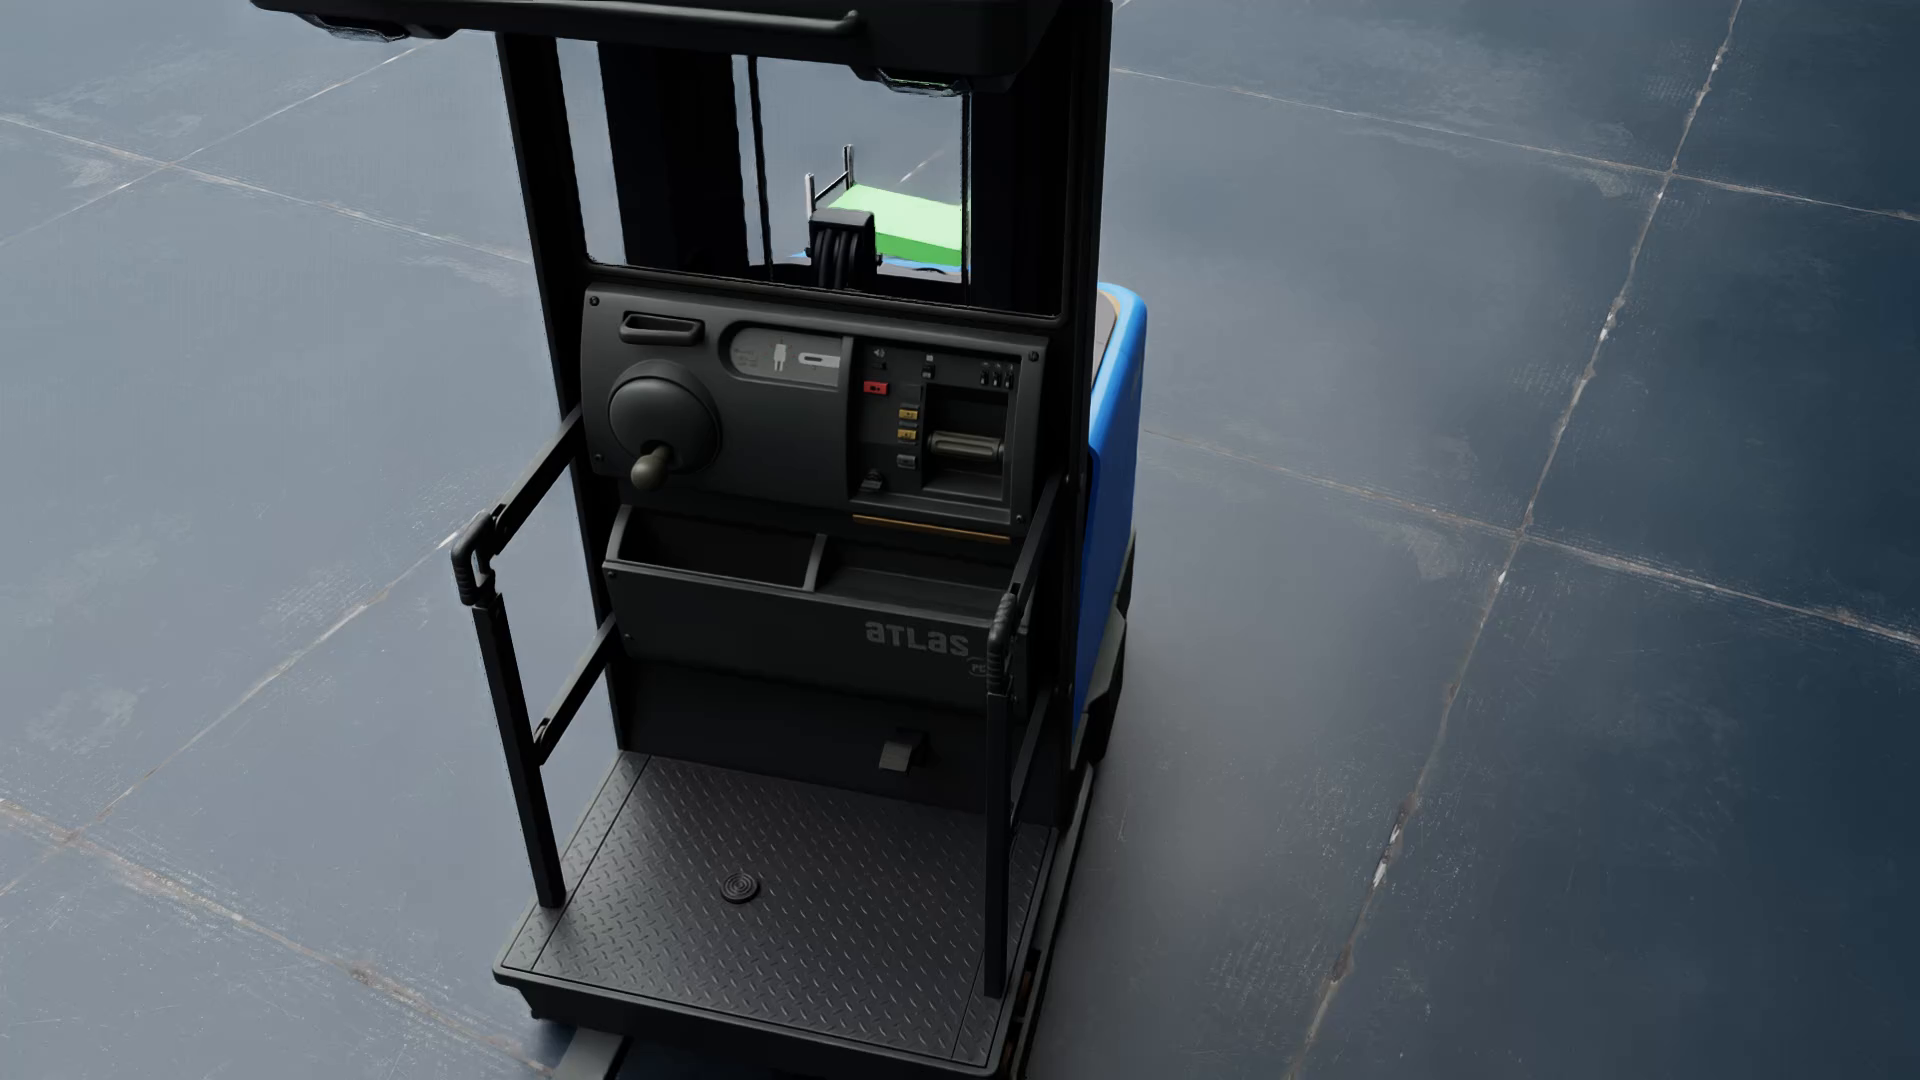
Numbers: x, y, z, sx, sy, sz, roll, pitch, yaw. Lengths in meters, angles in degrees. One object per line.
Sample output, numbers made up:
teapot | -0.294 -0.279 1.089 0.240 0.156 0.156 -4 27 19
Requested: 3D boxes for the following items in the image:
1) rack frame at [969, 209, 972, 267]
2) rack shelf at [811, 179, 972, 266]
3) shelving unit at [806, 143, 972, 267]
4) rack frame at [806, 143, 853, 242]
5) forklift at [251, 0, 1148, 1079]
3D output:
rack frame | 0.073 -0.465 4.869 0.015 1.200 0.240 16 40 20
rack shelf | -0.148 -0.859 4.701 0.480 0.148 0.258 16 40 20
shelving unit | -0.147 -0.528 4.953 0.503 1.200 0.258 16 40 20
rack frame | -0.367 -0.592 5.037 0.015 1.200 0.240 16 40 20
forklift | -0.346 -0.183 3.067 1.130 2.935 3.031 8 38 11
